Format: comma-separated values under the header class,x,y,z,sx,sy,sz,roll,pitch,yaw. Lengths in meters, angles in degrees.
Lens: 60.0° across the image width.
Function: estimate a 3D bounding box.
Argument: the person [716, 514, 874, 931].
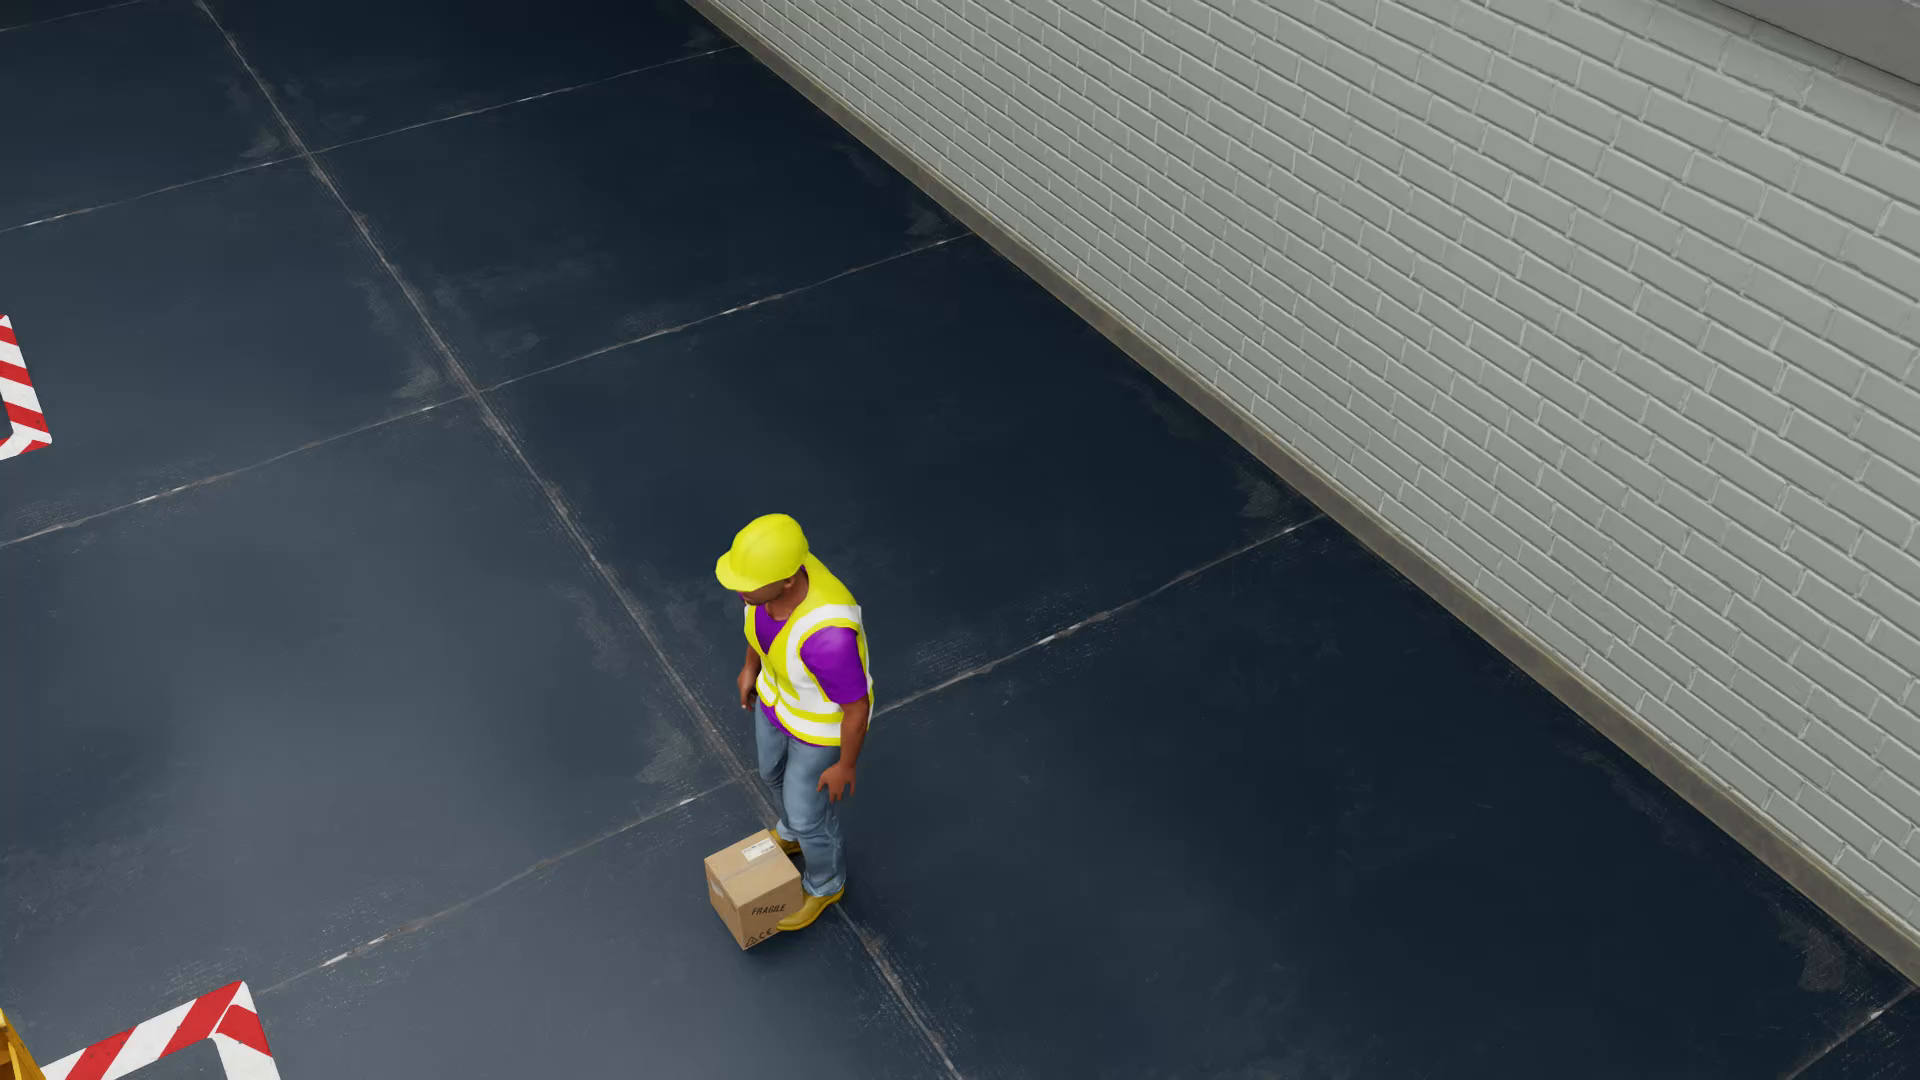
class,x,y,z,sx,sy,sz,roll,pitch,yaw
person,-0.532,0.577,5.470,0.461,1.759,0.630,-25,47,-26
